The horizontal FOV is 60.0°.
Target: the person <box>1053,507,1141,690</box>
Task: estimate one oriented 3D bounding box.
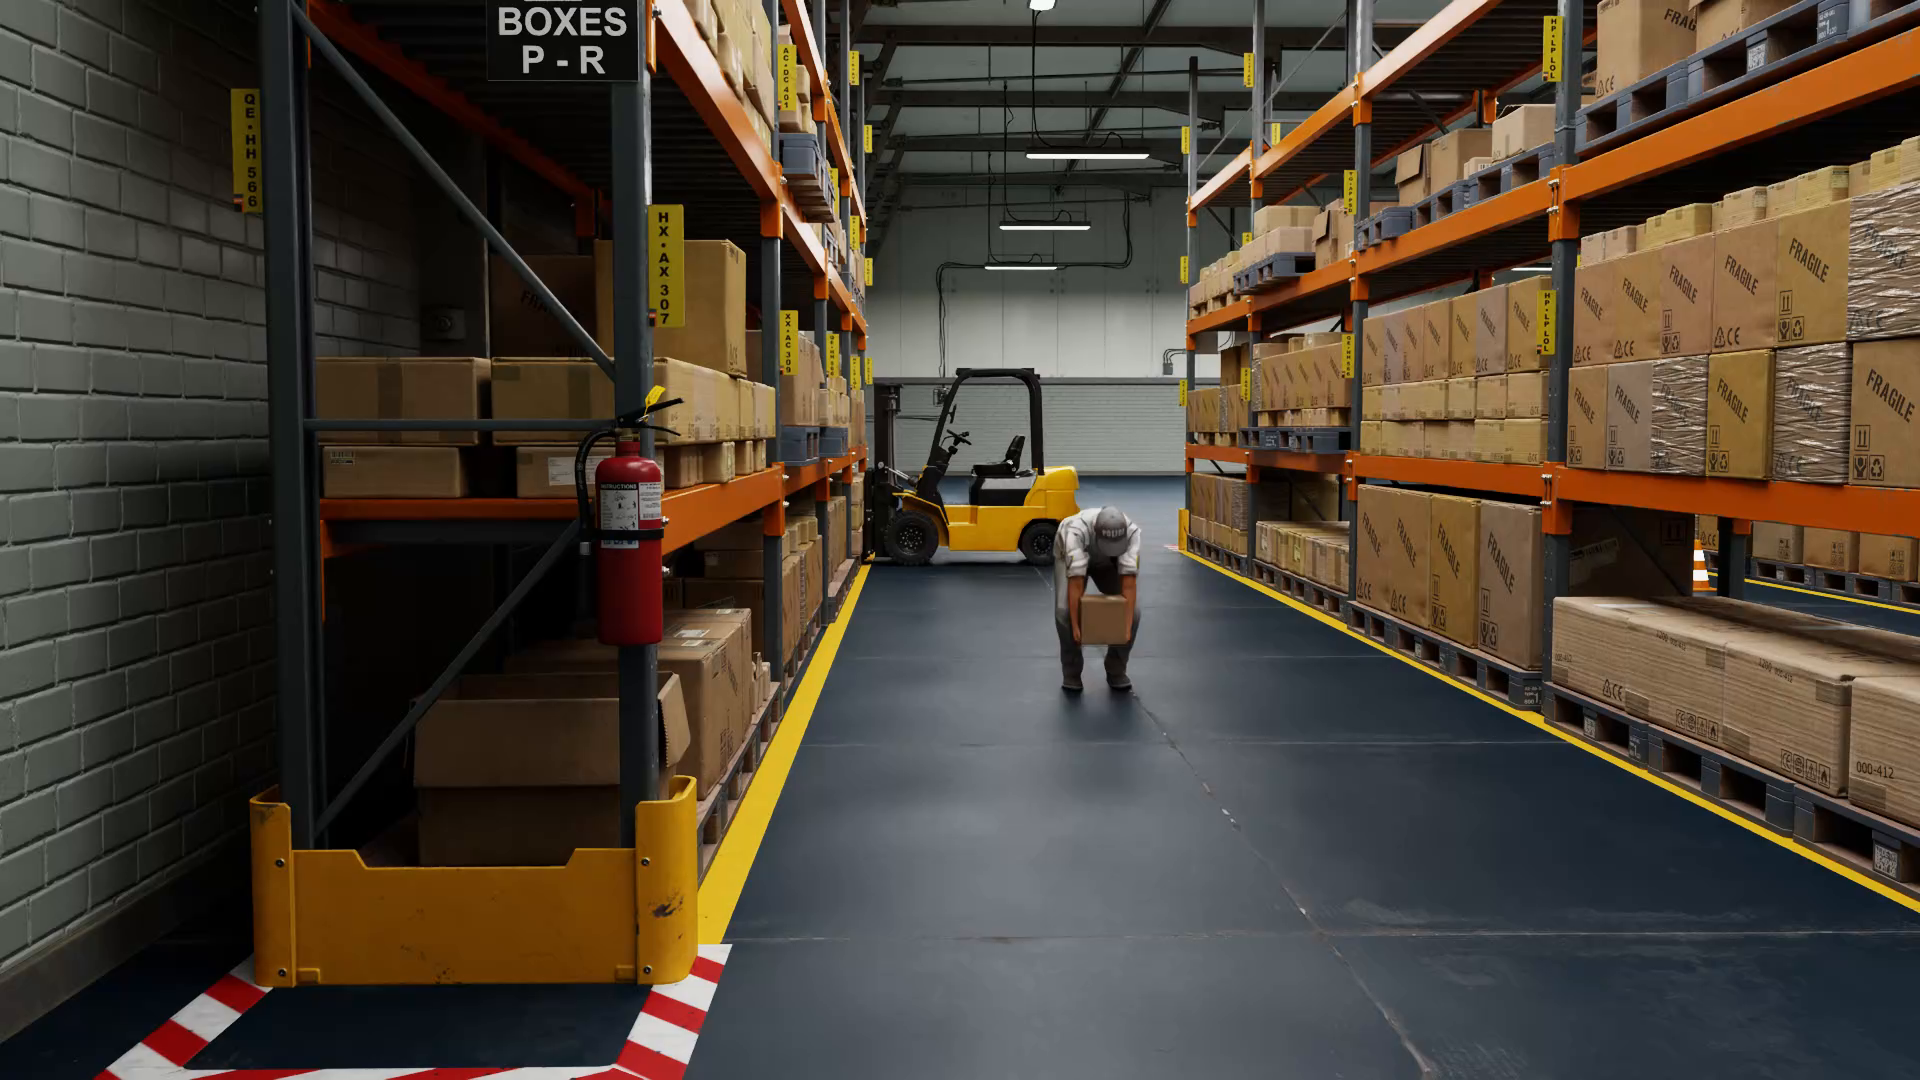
[{"bbox_3d":[0.794,0.330,9.522,0.499,1.073,0.934,0,4,-4],"label":"person"}]
